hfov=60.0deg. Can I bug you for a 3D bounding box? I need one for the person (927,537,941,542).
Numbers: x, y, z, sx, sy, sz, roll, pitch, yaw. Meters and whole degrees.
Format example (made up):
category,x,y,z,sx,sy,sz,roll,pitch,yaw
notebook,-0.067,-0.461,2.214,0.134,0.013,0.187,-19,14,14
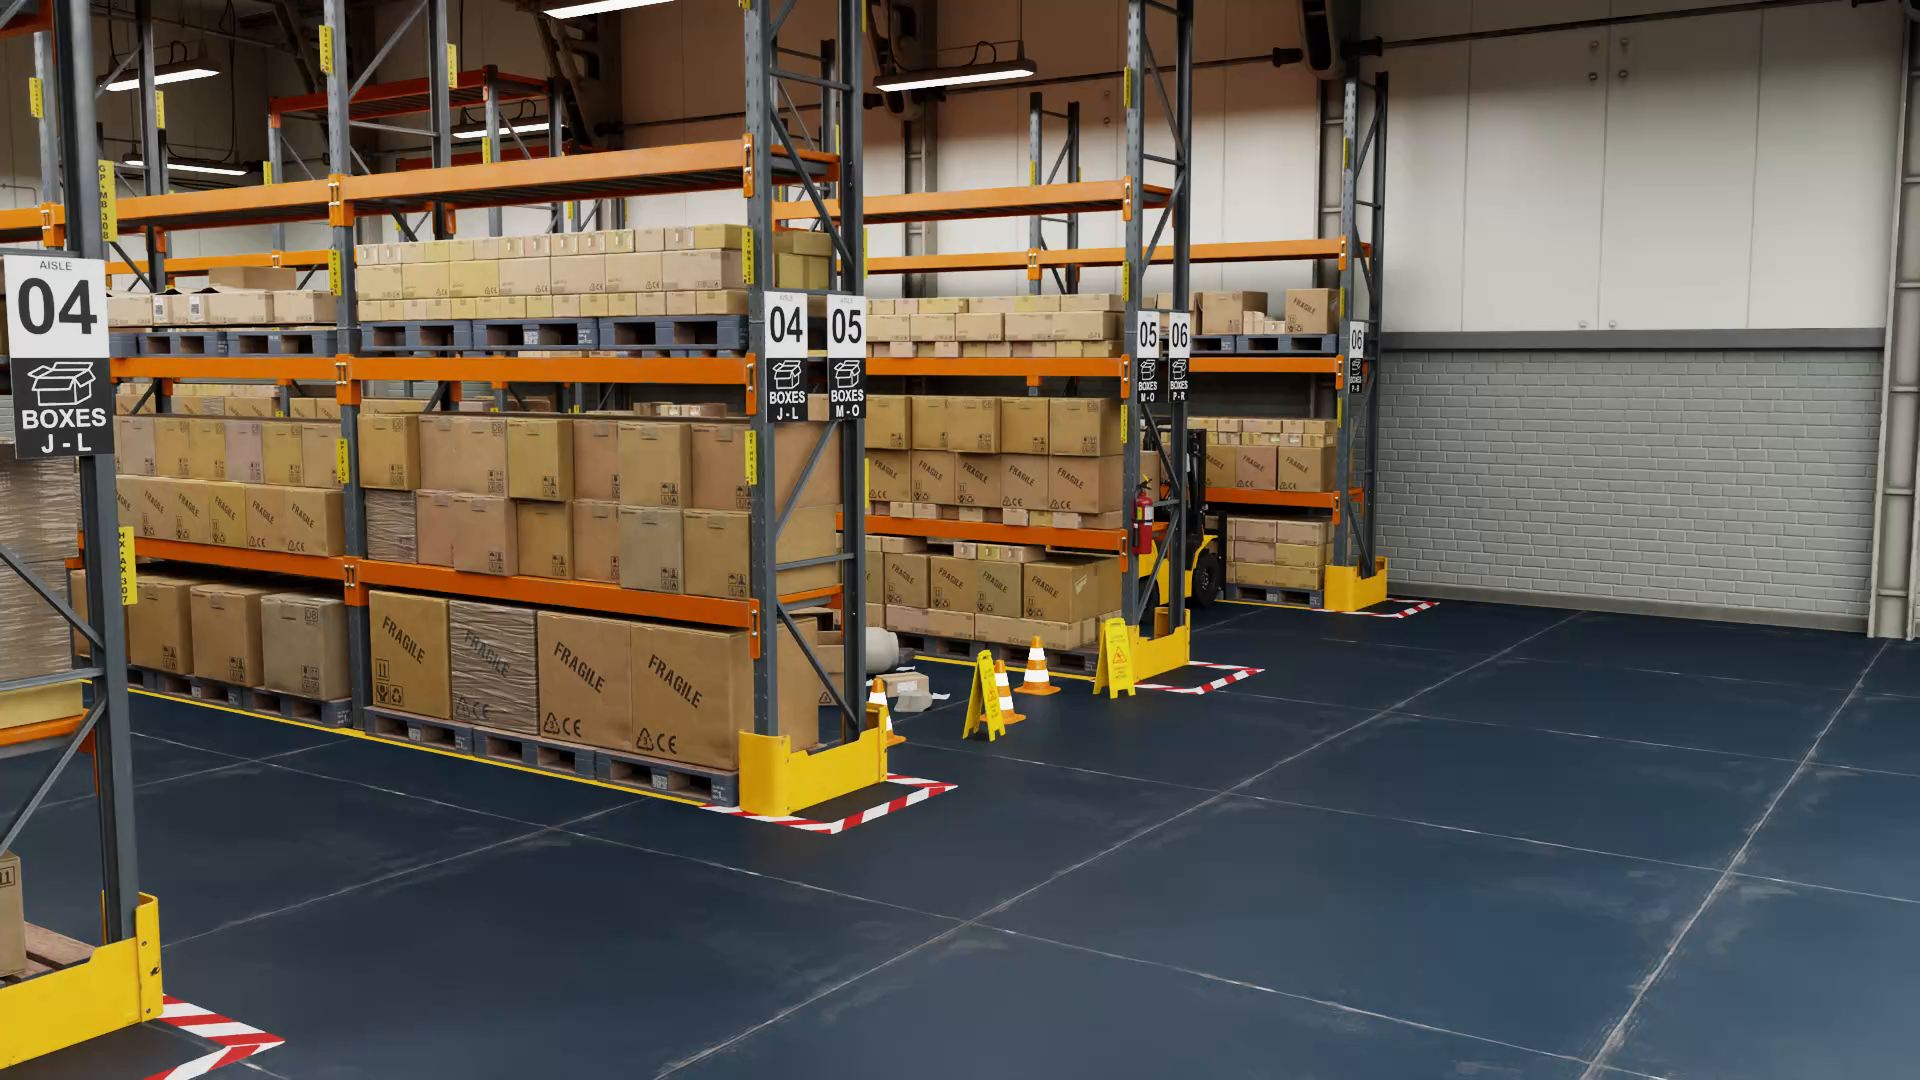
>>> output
category,x,y,z,sx,sy,sz,roll,pitch,yaw
person,-0.469,-0.062,18.092,0.544,1.776,0.568,4,7,31
